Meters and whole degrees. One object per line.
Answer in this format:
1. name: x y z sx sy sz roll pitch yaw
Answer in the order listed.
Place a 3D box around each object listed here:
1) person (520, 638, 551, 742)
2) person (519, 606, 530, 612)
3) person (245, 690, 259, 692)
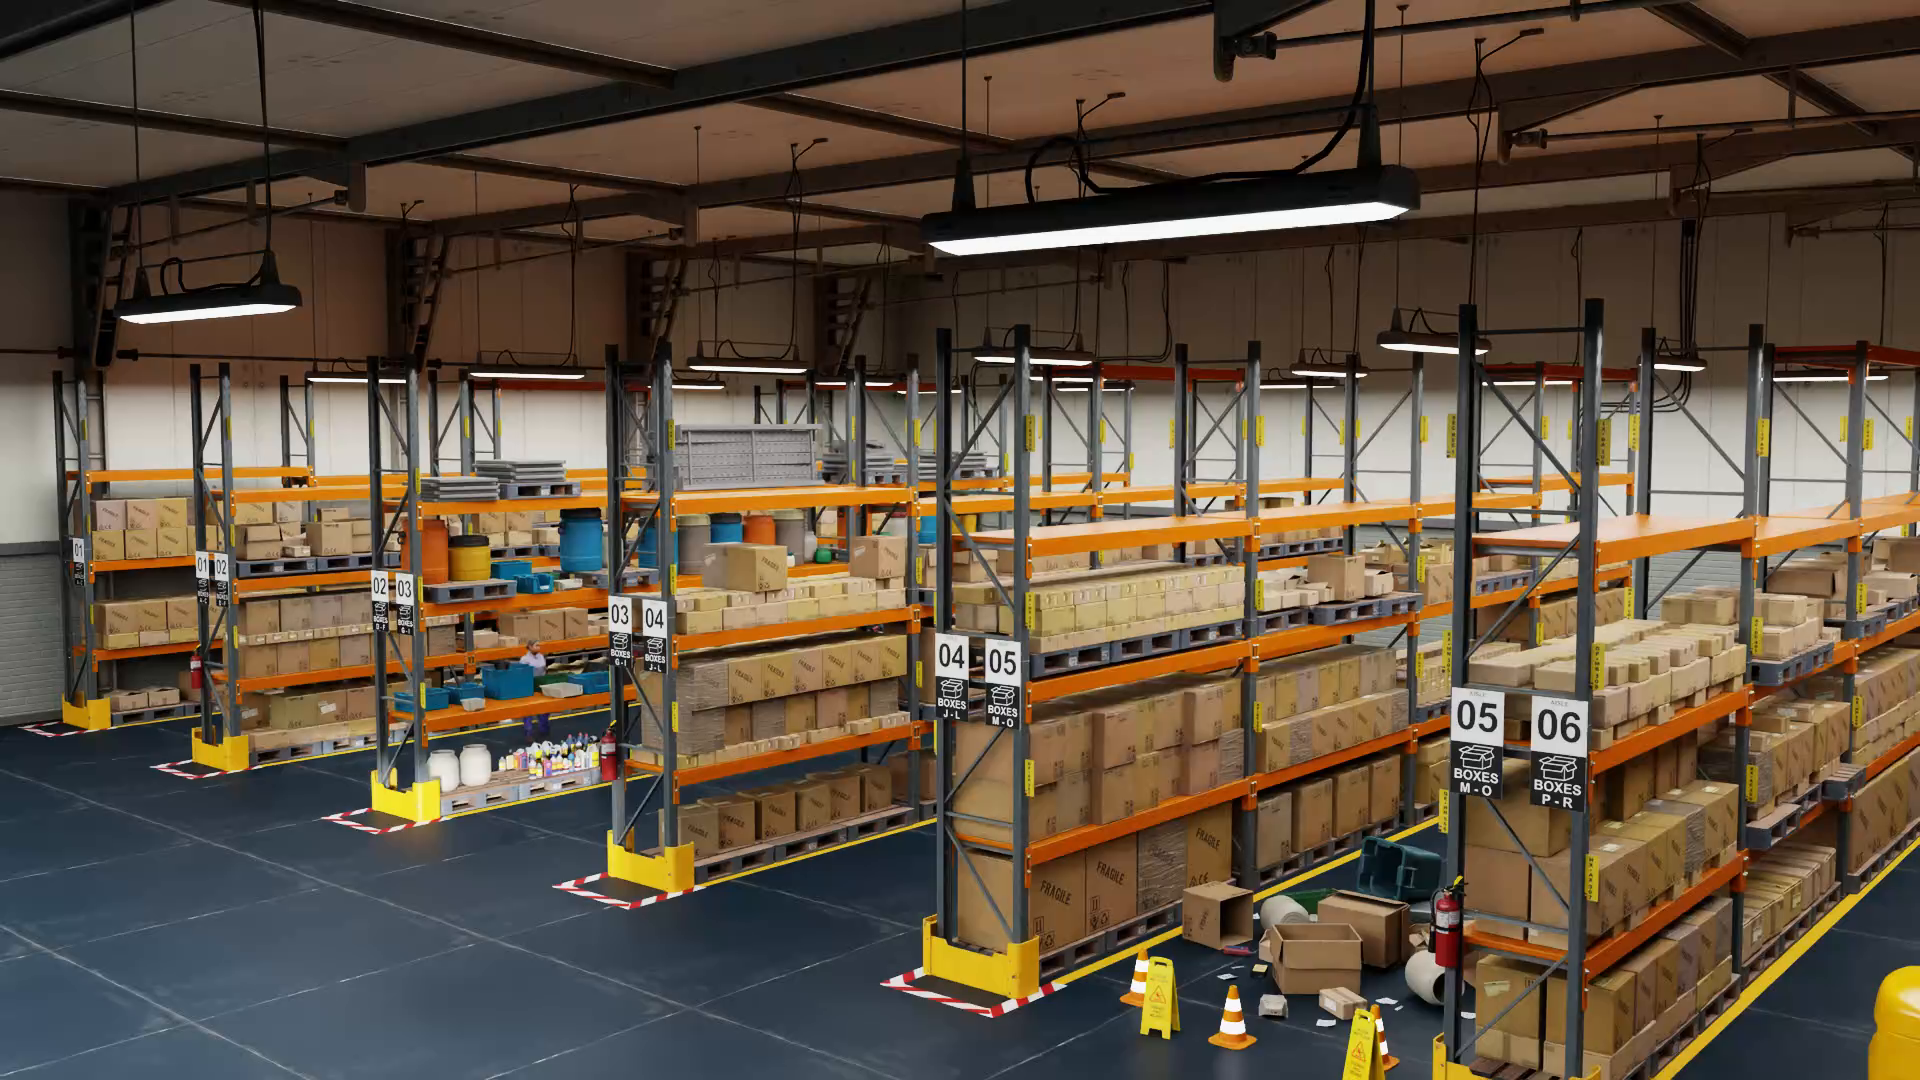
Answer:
1. person: -6.884 2.451 26.845 0.361 1.732 0.563 3 5 38
2. person: -8.332 2.055 32.069 0.420 1.572 0.449 -1 4 -12
3. person: -12.118 2.306 28.230 0.523 1.723 0.499 3 5 39
